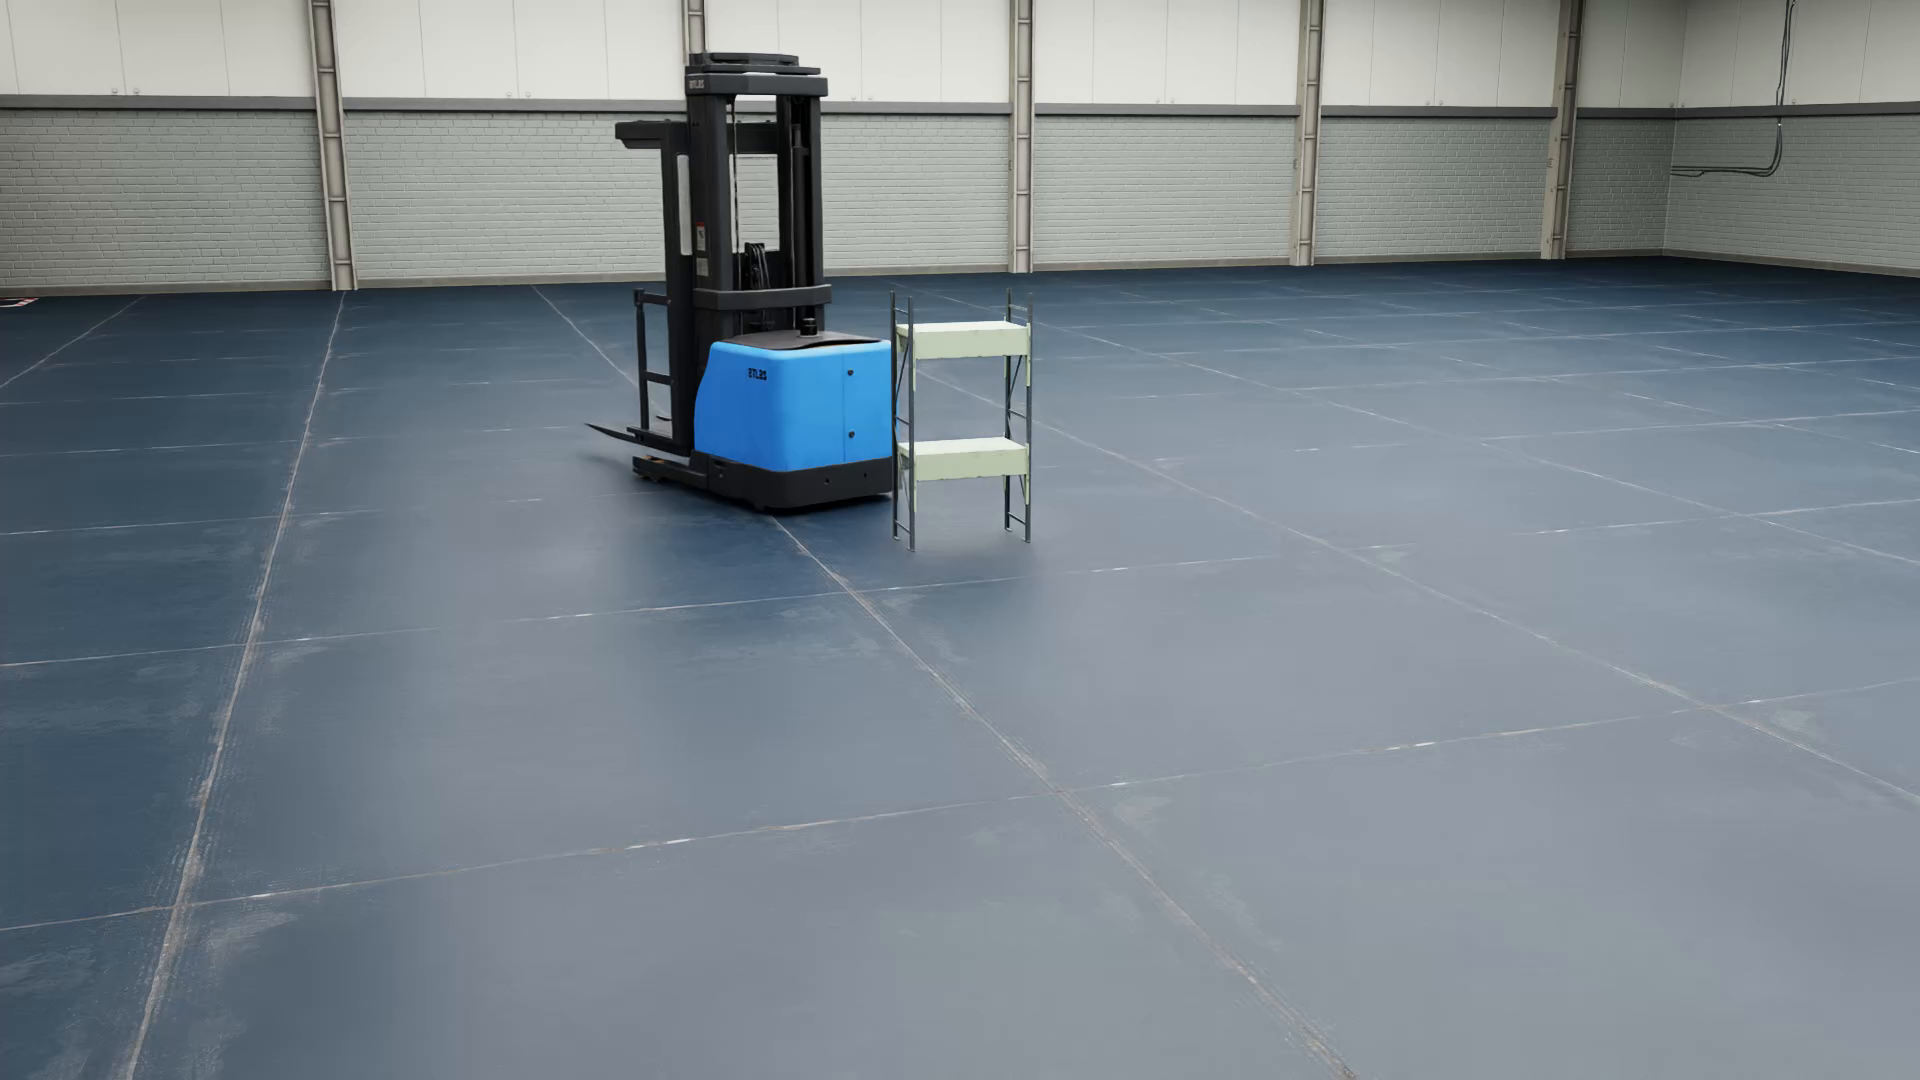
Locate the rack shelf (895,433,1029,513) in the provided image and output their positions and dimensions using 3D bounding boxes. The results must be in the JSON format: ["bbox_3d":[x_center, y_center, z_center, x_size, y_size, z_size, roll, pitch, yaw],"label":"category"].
[{"bbox_3d":[0.006,-0.413,10.047,0.720,0.370,0.431,-4,14,-18],"label":"rack shelf"}]

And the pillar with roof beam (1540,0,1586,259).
[{"bbox_3d":[13.884,-9.377,30.120,0.400,9.000,9.100,-4,14,-18],"label":"pillar with roof beam"}]

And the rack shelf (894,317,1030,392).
[{"bbox_3d":[0.006,-1.110,9.881,0.720,0.370,0.431,-4,14,-18],"label":"rack shelf"}]

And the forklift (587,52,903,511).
[{"bbox_3d":[-1.707,-1.897,11.783,1.130,2.935,3.031,-11,17,-38],"label":"forklift"}]

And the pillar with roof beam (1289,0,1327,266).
[{"bbox_3d":[8.198,-8.935,28.258,0.400,9.000,9.100,-4,14,-18],"label":"pillar with roof beam"}]

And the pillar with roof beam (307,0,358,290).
[{"bbox_3d":[-8.862,-7.606,22.673,0.400,9.000,9.100,-4,14,-18],"label":"pillar with roof beam"}]

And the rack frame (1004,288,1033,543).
[{"bbox_3d":[0.353,-0.757,10.085,0.023,1.500,0.400,-4,14,-18],"label":"rack frame"}]

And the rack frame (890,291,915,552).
[{"bbox_3d":[-0.341,-0.703,9.858,0.023,1.500,0.400,-4,14,-18],"label":"rack frame"}]

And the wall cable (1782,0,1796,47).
[{"bbox_3d":[16.588,-10.602,31.064,0.112,2.526,3.097,-4,14,-18],"label":"wall cable"}]

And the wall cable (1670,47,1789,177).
[{"bbox_3d":[15.725,-8.738,34.143,0.112,2.526,3.097,-4,14,-18],"label":"wall cable"}]

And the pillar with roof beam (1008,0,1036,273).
[{"bbox_3d":[2.511,-8.492,26.396,0.400,9.000,9.100,-4,14,-18],"label":"pillar with roof beam"}]

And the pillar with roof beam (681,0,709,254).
[{"bbox_3d":[-3.176,-8.049,24.535,0.400,9.000,9.100,-4,14,-18],"label":"pillar with roof beam"}]

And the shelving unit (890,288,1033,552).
[{"bbox_3d":[0.006,-0.730,9.971,0.755,1.500,0.431,-4,14,-18],"label":"shelving unit"}]
